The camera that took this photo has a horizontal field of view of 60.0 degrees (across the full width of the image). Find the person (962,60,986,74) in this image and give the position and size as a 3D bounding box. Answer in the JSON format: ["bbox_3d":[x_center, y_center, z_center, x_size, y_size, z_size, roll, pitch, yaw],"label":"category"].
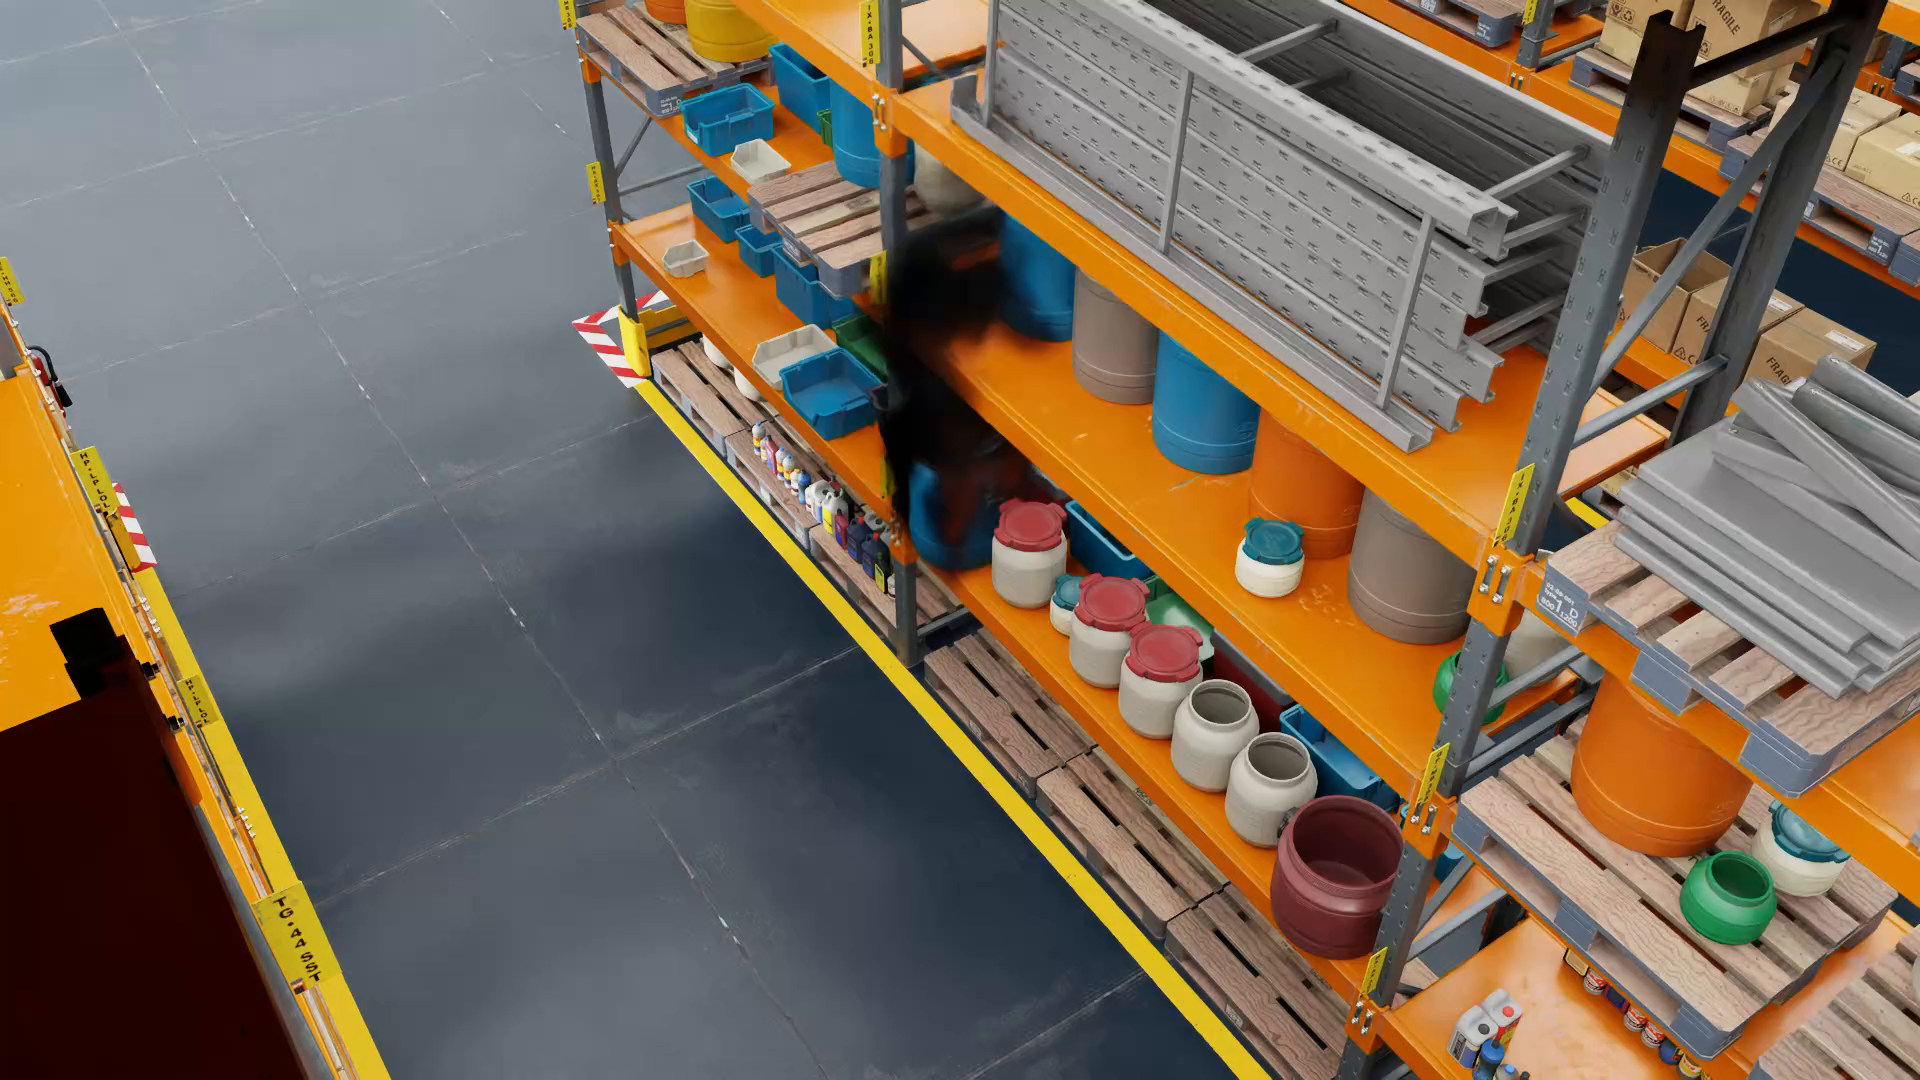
[{"bbox_3d":[0.250,-4.937,15.849,0.598,1.760,0.683,-5,43,-5],"label":"person"}]
